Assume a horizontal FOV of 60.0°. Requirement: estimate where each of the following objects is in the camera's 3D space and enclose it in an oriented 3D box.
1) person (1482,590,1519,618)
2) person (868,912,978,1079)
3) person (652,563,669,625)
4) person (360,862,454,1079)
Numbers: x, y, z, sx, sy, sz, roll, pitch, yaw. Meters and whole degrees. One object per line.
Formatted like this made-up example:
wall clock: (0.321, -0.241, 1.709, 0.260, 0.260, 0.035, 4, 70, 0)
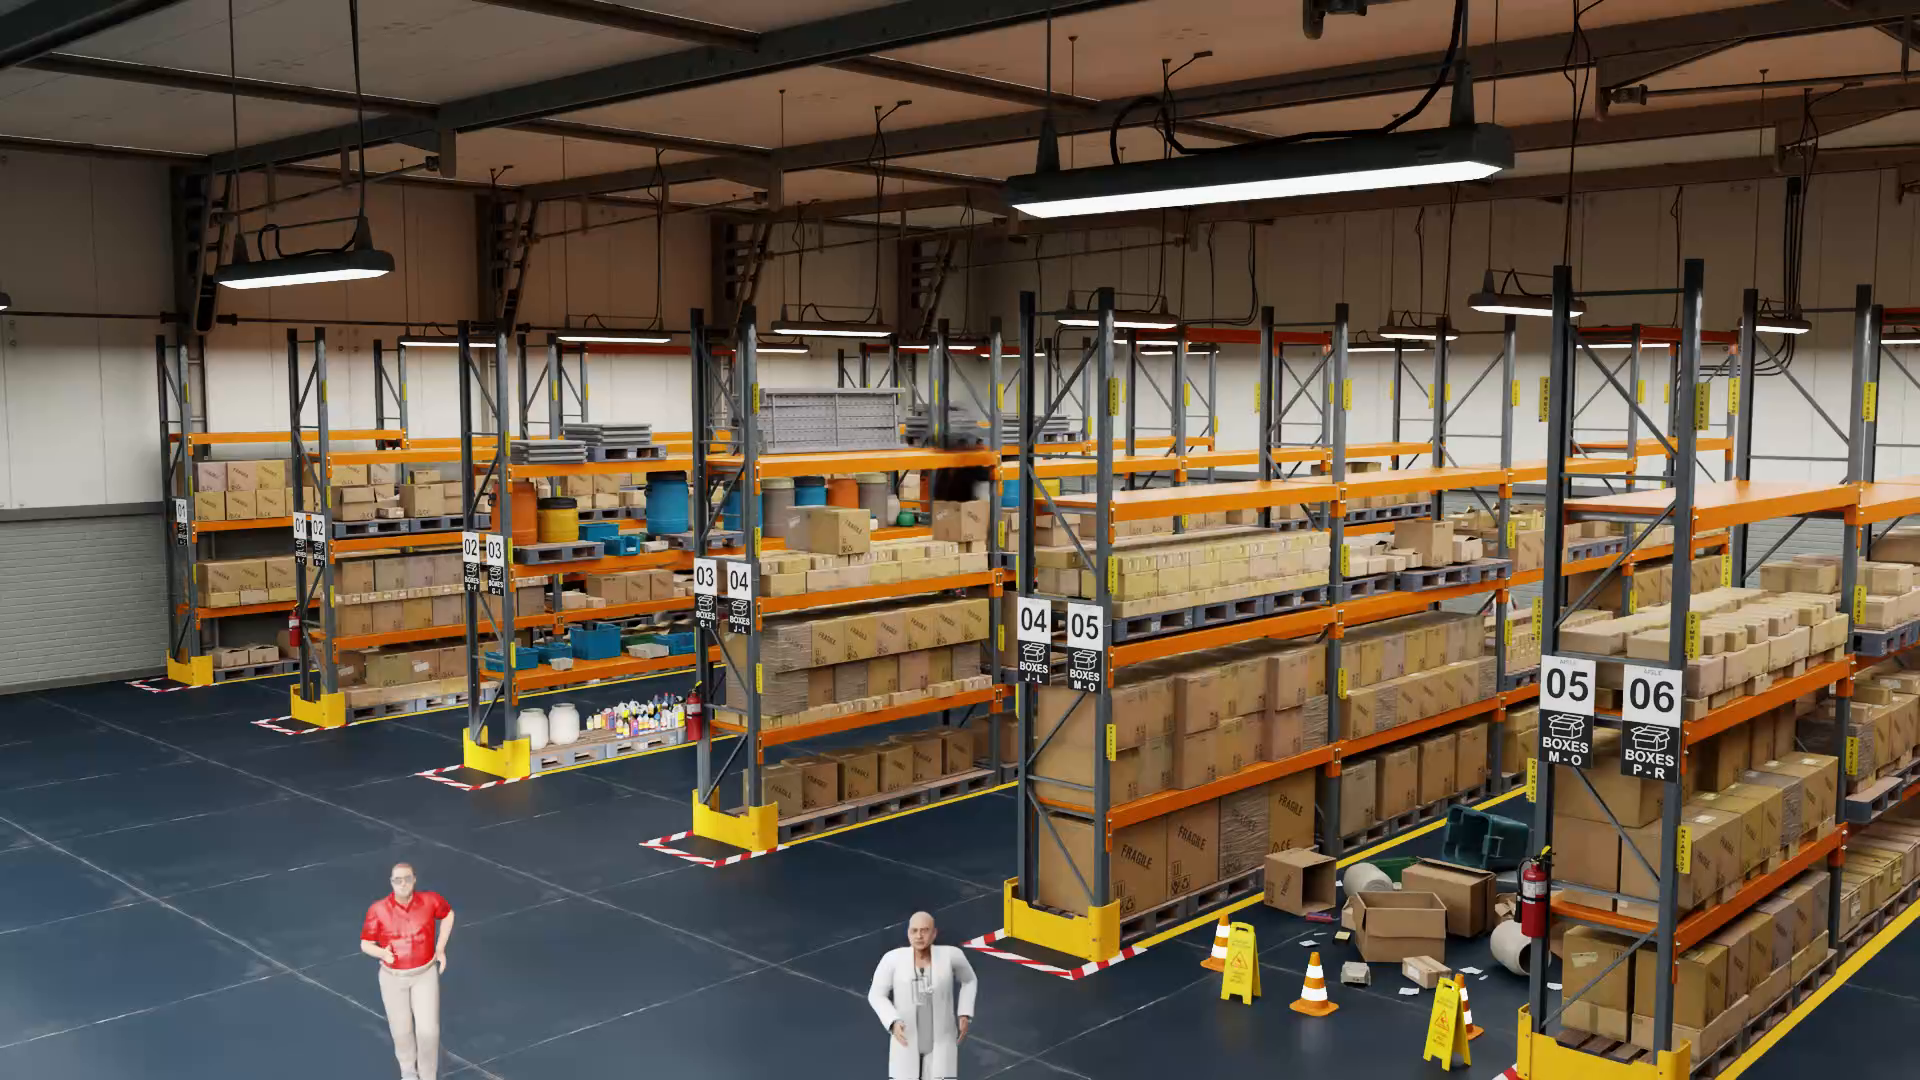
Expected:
person: (9.552, 1.551, 29.318, 0.691, 1.767, 0.616, 1, 5, 8)
person: (-0.238, 3.281, 10.871, 0.718, 1.781, 0.934, 0, 5, -3)
person: (-5.757, 1.259, 31.936, 0.658, 1.800, 0.899, 4, 7, 38)
person: (-3.974, 3.203, 11.989, 0.638, 1.786, 0.767, -2, 6, -16)
